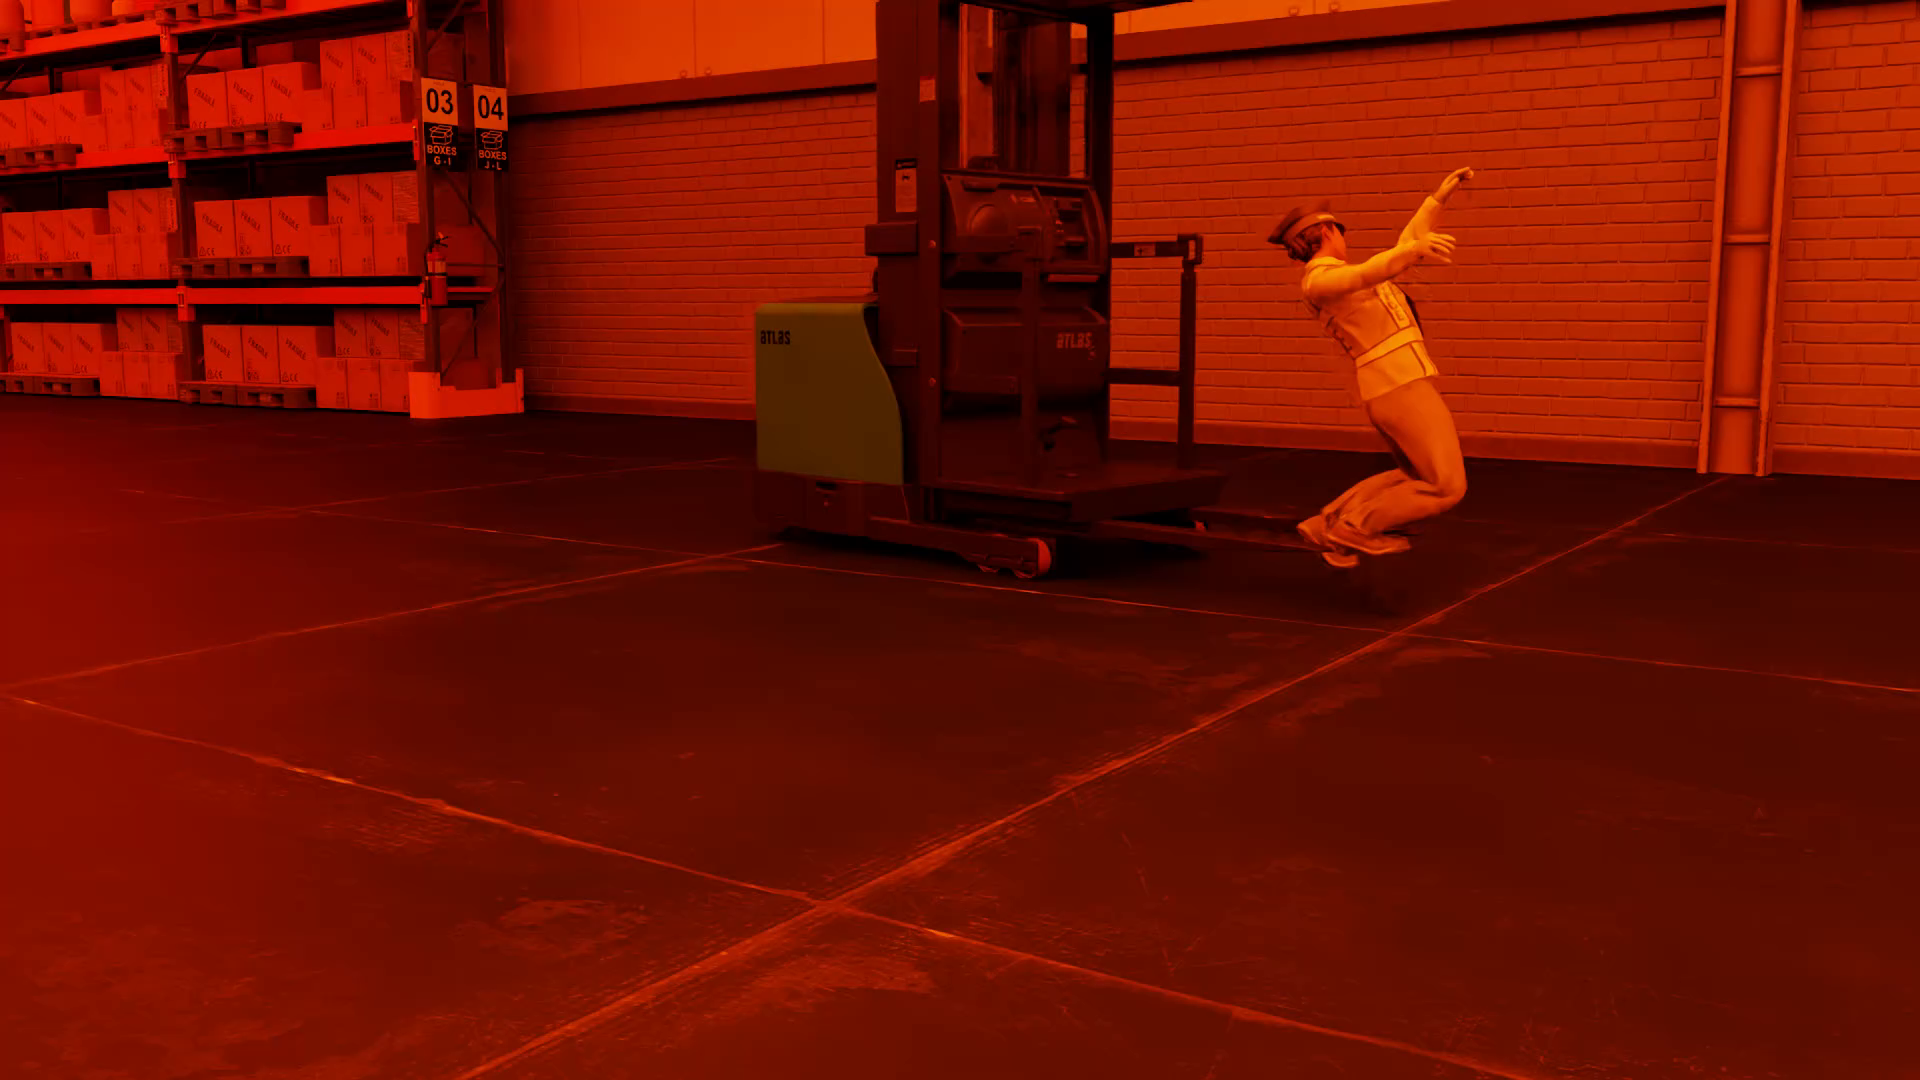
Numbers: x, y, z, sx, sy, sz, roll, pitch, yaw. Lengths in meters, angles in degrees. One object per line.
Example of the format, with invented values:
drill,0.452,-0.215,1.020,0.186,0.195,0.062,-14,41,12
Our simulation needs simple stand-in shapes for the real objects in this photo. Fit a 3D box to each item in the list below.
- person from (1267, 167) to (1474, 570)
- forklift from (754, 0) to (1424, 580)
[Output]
person,1.403,-0.550,5.733,0.709,1.471,0.973,2,8,11
forklift,0.435,-1.377,6.875,1.130,2.935,3.031,-8,11,-44
